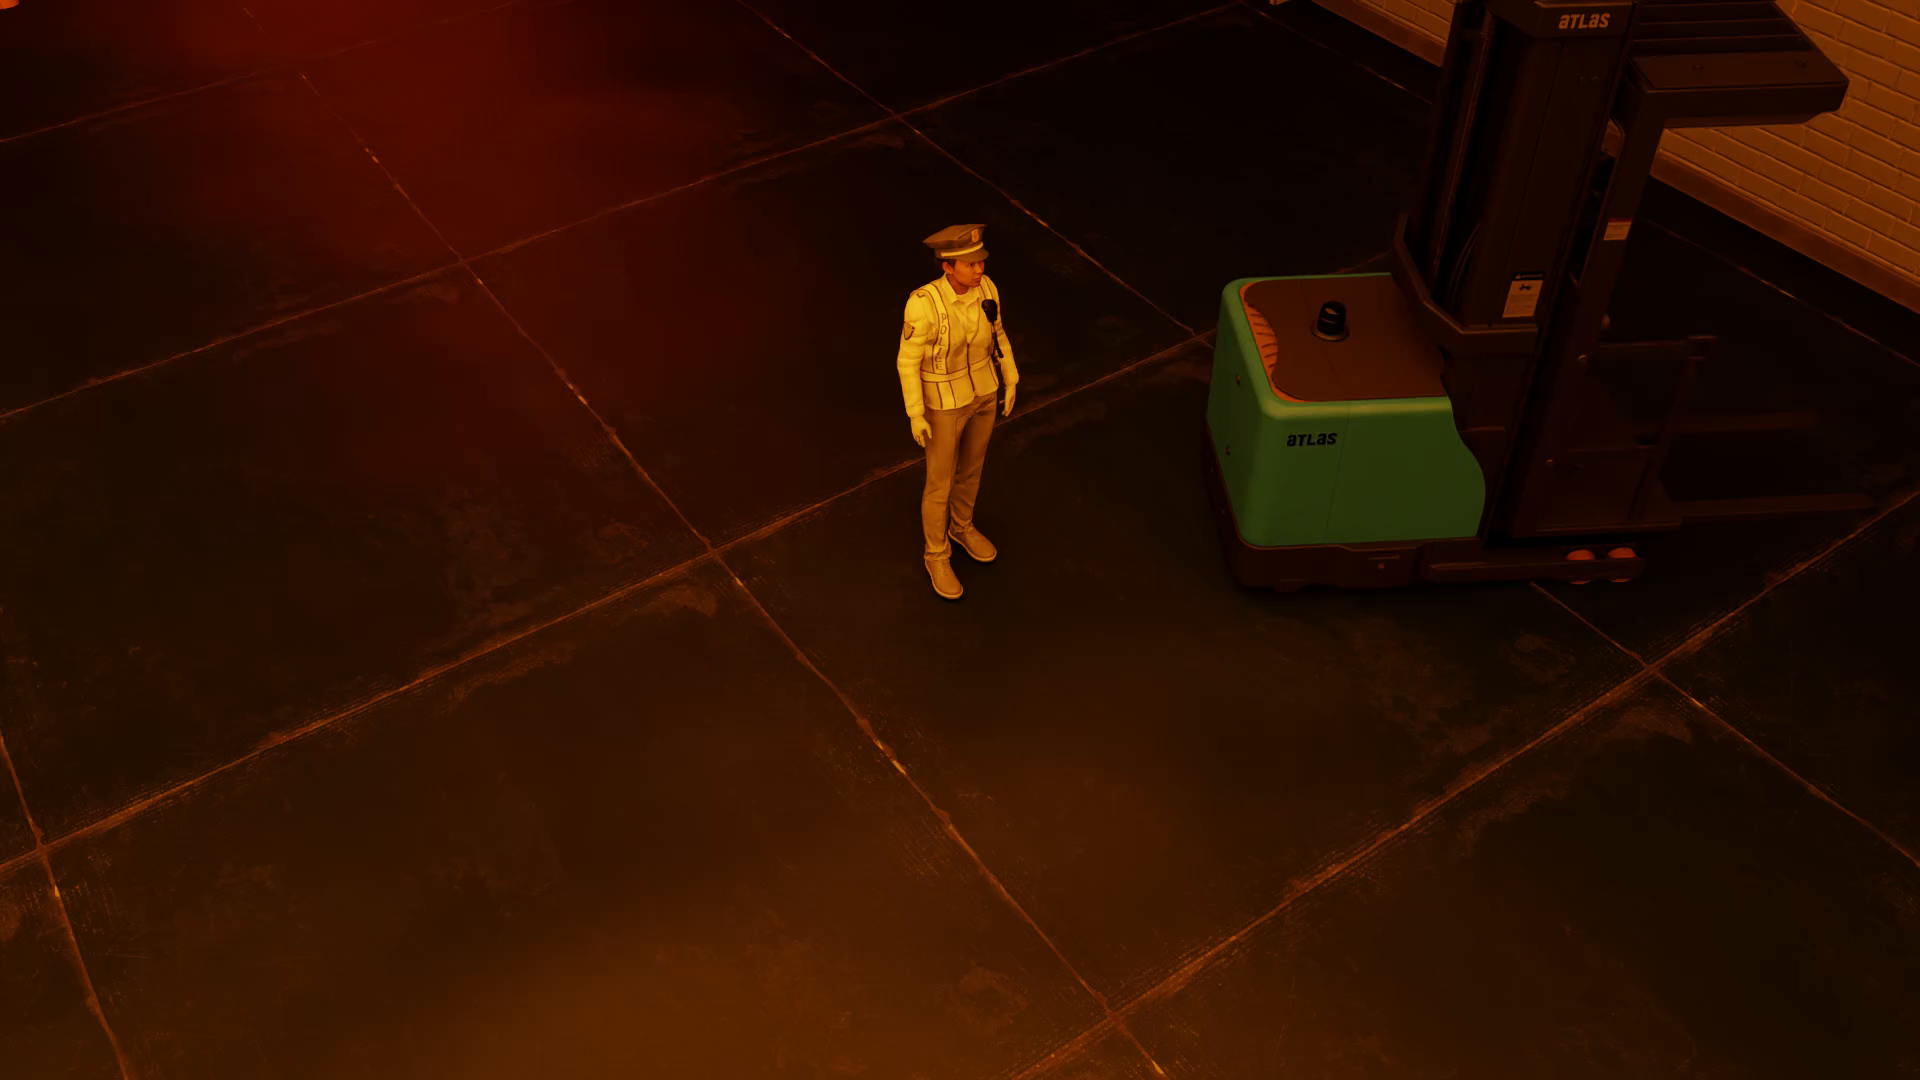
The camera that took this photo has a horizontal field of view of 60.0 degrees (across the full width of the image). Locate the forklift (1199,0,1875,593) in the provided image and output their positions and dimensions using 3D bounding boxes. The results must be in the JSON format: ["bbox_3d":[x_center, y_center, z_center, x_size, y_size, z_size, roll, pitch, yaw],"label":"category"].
[{"bbox_3d":[2.723,-1.230,7.050,3.031,2.935,1.130,-3,43,-3],"label":"forklift"}]

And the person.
[{"bbox_3d":[0.034,-0.587,7.255,0.587,1.694,0.529,-25,48,-25],"label":"person"}]
